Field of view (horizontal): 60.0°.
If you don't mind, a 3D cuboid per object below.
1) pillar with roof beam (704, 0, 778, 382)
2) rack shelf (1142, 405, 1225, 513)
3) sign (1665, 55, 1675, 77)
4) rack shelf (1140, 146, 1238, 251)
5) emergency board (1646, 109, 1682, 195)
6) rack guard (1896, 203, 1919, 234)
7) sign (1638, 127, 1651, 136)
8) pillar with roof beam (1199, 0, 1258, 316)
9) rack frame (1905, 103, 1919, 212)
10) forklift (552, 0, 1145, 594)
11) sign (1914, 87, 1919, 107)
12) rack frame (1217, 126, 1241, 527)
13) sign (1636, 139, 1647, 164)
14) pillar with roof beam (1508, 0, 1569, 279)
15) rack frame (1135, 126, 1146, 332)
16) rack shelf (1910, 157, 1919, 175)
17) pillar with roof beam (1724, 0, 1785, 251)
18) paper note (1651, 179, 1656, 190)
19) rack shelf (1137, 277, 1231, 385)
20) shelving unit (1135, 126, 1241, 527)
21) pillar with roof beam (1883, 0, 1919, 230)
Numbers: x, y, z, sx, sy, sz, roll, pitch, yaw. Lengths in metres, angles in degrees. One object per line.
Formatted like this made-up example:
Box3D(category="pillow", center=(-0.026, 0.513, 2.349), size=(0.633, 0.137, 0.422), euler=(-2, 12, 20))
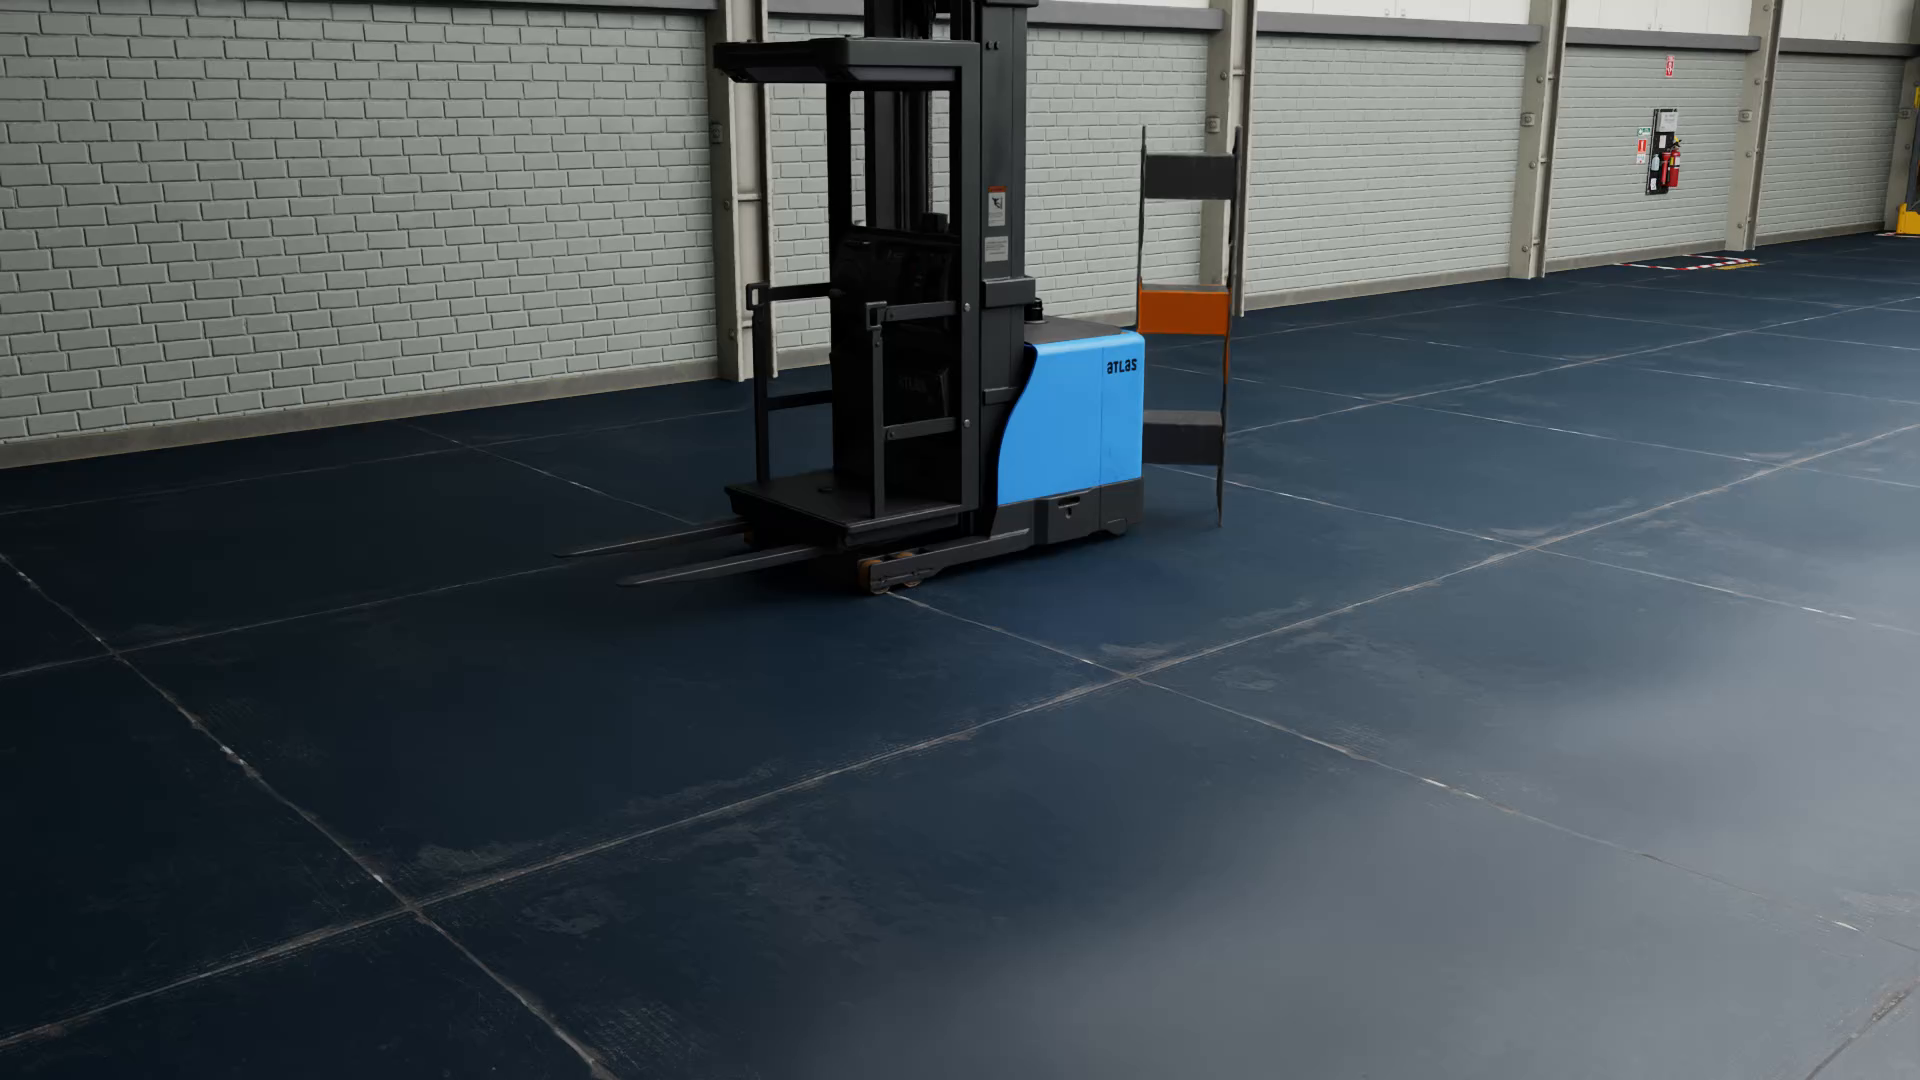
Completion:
Box3D(category="pillar with roof beam", center=(1.065, -4.865, 9.527), size=(0.400, 9.000, 9.100), euler=(-13, 19, -39))
Box3D(category="rack shelf", center=(1.195, -0.457, 9.145), size=(0.480, 0.518, 0.431), euler=(2, 15, 6))
Box3D(category="sign", center=(9.857, -6.581, 23.084), size=(0.199, 0.298, 0.001), euler=(-13, 19, -39))
Box3D(category="rack shelf", center=(1.206, -1.812, 8.792), size=(0.480, 0.518, 0.431), euler=(2, 15, 6))
Box3D(category="emergency board", center=(9.928, -5.443, 23.315), size=(0.643, 1.169, 0.194), euler=(-13, 19, -39))
Box3D(category="rack guard", center=(16.441, -5.389, 27.956), size=(0.348, 0.500, 1.175), euler=(-13, 19, -39))
Box3D(category="sign", center=(9.453, -5.642, 22.963), size=(0.331, 0.109, 0.001), euler=(-13, 19, -39))
Box3D(category="pillar with roof beam", center=(5.591, -5.882, 13.333), size=(0.400, 9.000, 9.100), euler=(-13, 19, -39))
Box3D(category="rack frame", center=(16.384, -6.584, 27.586), size=(0.127, 3.000, 1.000), euler=(-13, 19, -39))
Box3D(category="forklift", center=(-0.488, -1.315, 7.992), size=(3.031, 2.935, 1.130), euler=(-12, 19, -37))
Box3D(category="sign", center=(16.034, -7.407, 27.813), size=(0.005, 0.325, 0.100), euler=(-13, 19, -39))
Box3D(category="rack frame", center=(1.443, -1.139, 8.938), size=(0.015, 2.100, 0.400), euler=(2, 15, 6))
Box3D(category="sign", center=(9.443, -5.387, 23.035), size=(0.234, 0.329, 0.001), euler=(-13, 19, -39))
Box3D(category="pillar with roof beam", center=(10.117, -6.898, 17.138), size=(0.400, 9.000, 9.100), euler=(-13, 19, -39))
Box3D(category="rack frame", center=(0.959, -1.157, 8.993), size=(0.015, 2.100, 0.400), euler=(2, 15, 6))
Box3D(category="rack shelf", center=(17.892, -6.575, 28.947), size=(4.000, 0.370, 1.077), euler=(-13, 19, -39))
Box3D(category="pillar with roof beam", center=(14.643, -7.915, 20.943), size=(0.400, 9.000, 9.100), euler=(-13, 19, -39))
Box3D(category="paper note", center=(9.749, -5.001, 23.367), size=(0.142, 0.148, 0.016), euler=(-13, 19, -39))
Box3D(category="rack shelf", center=(1.201, -1.135, 8.969), size=(0.480, 0.518, 0.431), euler=(2, 15, 6))
Box3D(category="shelving unit", center=(1.201, -1.148, 8.965), size=(0.503, 2.100, 0.431), euler=(2, 15, 6))
Box3D(category="pillar with roof beam", center=(19.170, -8.931, 24.748), size=(0.400, 9.000, 9.100), euler=(-13, 19, -39))
